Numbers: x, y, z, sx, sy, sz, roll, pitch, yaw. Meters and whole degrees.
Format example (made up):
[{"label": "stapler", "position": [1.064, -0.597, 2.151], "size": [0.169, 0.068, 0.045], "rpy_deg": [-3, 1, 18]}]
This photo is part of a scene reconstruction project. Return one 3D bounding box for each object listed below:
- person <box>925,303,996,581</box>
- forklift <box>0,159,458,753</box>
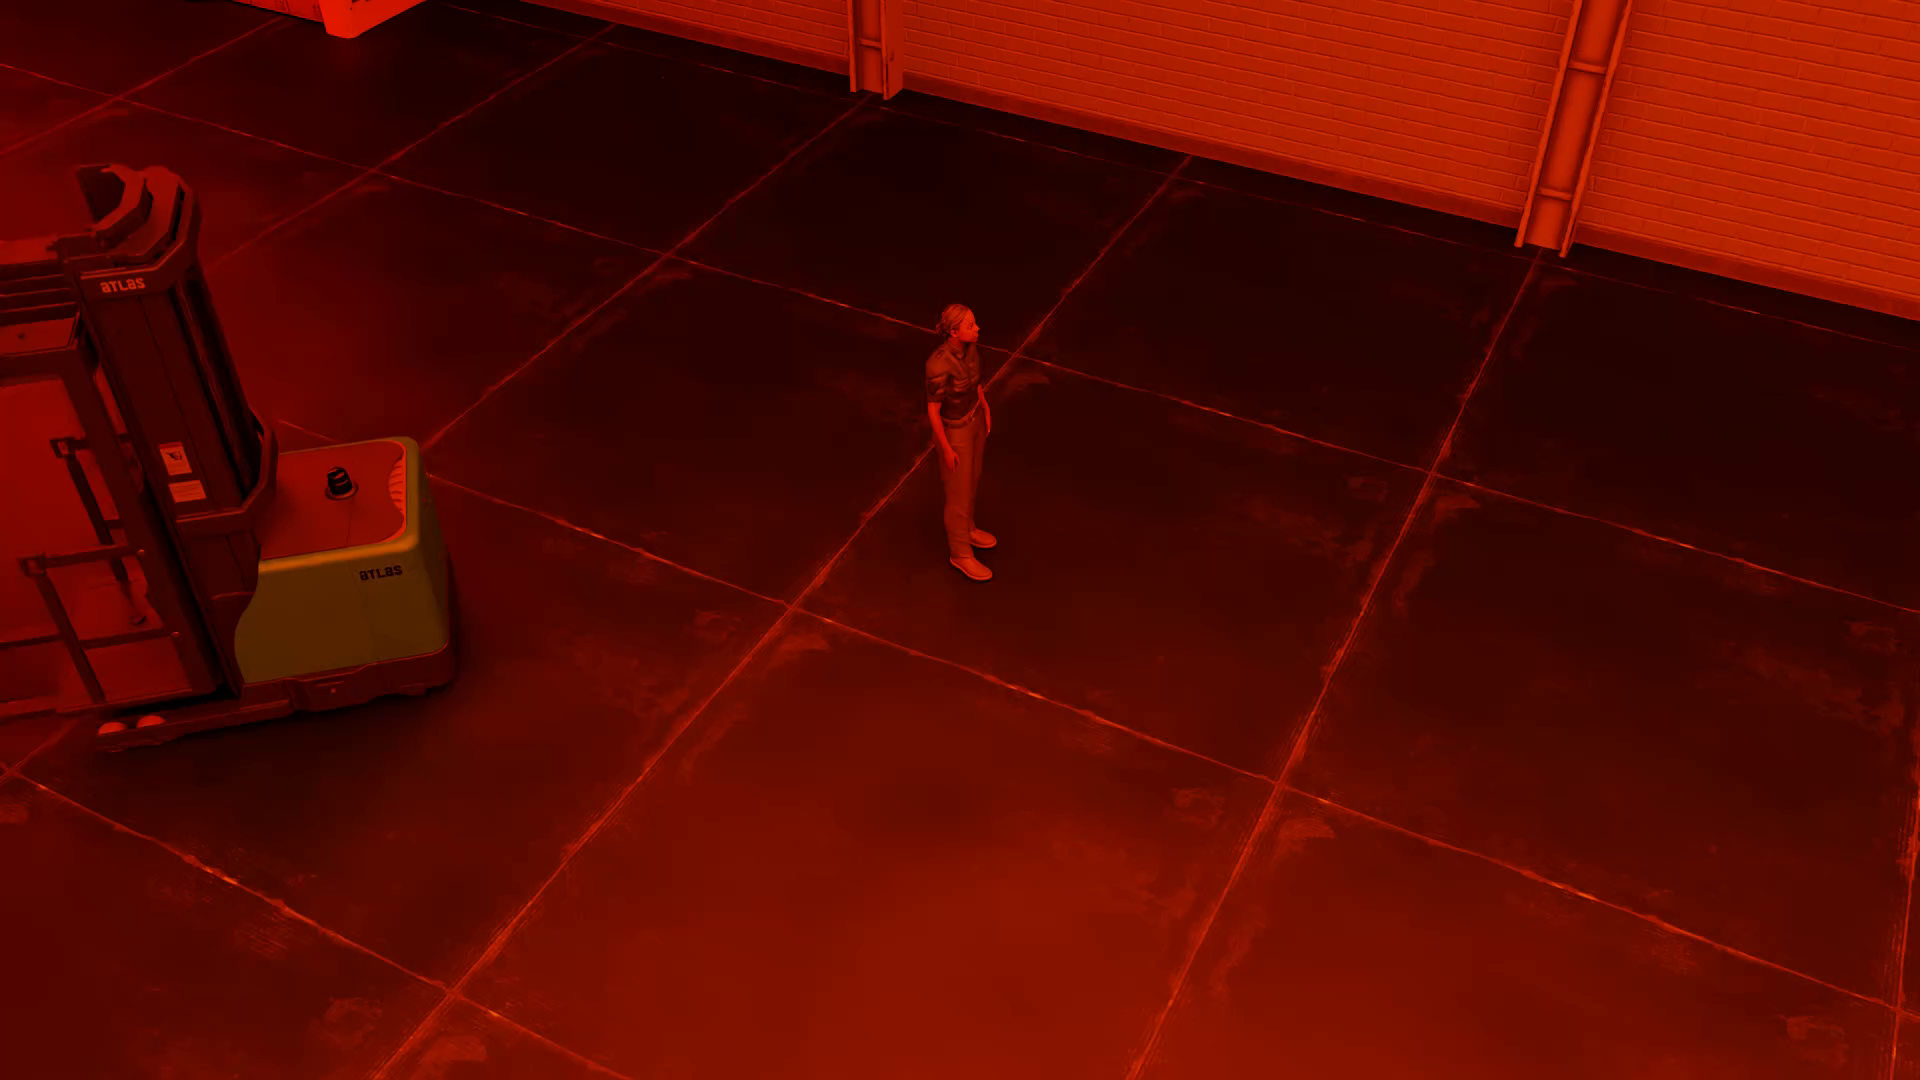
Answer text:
[{"label": "person", "position": [0.068, -0.601, 9.680], "size": [0.504, 1.654, 0.569], "rpy_deg": [18, 43, 21]}, {"label": "forklift", "position": [-4.376, -0.361, 8.415], "size": [3.031, 2.935, 1.130], "rpy_deg": [-9, 41, -11]}]
